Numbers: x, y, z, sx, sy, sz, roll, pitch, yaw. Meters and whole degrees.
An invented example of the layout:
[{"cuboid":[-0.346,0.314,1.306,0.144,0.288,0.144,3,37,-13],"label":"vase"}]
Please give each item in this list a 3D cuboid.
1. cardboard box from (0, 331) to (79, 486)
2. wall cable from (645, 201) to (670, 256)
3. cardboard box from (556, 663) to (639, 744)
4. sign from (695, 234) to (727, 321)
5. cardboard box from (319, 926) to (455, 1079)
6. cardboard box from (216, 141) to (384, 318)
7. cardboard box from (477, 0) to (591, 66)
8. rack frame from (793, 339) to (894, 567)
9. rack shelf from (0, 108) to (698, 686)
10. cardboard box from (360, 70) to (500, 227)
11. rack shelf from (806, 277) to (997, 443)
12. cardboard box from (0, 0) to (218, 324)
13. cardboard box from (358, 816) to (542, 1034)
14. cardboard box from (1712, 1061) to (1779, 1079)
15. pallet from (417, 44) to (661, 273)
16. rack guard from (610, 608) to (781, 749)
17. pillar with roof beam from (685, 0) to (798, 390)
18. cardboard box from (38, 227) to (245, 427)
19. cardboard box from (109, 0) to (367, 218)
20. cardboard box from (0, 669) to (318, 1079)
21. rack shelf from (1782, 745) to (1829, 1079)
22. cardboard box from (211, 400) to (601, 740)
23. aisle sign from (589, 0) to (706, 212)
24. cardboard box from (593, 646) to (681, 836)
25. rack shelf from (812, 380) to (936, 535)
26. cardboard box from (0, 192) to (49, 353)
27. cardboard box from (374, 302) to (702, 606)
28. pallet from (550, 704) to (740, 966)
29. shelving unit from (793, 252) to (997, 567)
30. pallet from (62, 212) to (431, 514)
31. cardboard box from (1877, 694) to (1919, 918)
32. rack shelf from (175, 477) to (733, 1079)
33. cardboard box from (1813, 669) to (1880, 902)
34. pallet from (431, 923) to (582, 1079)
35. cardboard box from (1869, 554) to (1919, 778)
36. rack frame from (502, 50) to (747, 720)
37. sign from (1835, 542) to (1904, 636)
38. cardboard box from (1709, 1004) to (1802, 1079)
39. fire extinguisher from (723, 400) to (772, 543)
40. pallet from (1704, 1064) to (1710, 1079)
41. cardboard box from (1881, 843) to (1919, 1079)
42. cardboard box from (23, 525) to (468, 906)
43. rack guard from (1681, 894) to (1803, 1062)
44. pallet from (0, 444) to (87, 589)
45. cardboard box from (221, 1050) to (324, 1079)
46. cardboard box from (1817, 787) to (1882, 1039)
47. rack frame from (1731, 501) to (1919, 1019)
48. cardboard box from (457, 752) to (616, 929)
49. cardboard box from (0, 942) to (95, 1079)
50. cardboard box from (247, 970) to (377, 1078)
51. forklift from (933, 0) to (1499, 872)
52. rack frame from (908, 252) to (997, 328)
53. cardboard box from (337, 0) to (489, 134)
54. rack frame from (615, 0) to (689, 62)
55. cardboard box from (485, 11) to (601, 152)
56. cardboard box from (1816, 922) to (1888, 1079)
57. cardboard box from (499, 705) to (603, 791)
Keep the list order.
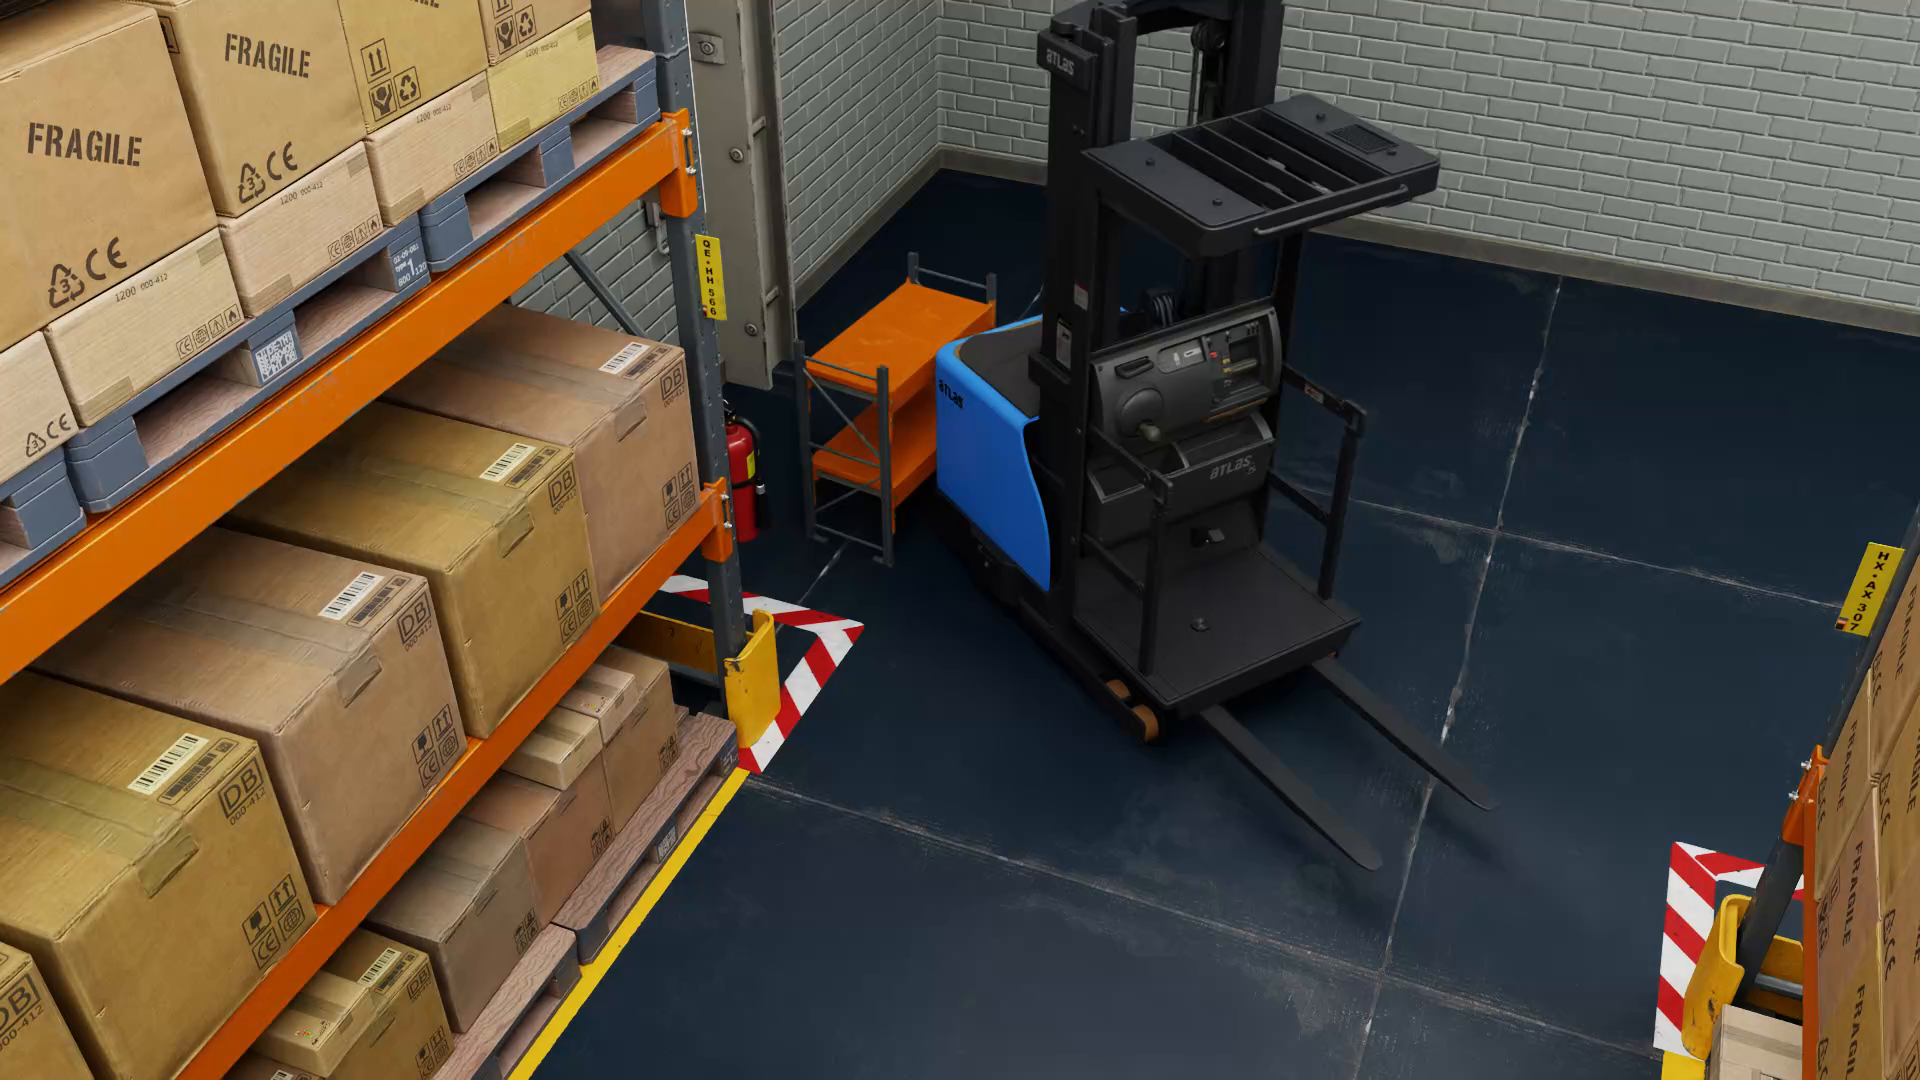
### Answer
[{"cuboid":[-2.195,-0.243,3.357,0.500,0.250,0.500,13,39,17],"label":"cardboard box"},{"cuboid":[-1.774,-1.838,7.457,0.084,1.984,1.851,14,39,18],"label":"wall cable"},{"cuboid":[-1.441,0.589,6.253,0.380,0.149,0.250,13,39,17],"label":"cardboard box"},{"cuboid":[-0.890,-0.934,5.931,0.100,0.325,0.005,14,39,18],"label":"sign"},{"cuboid":[-2.138,1.589,5.457,0.700,0.500,0.500,15,39,19],"label":"cardboard box"},{"cuboid":[-1.810,-0.813,4.119,0.500,0.250,0.500,13,39,16],"label":"cardboard box"},{"cuboid":[-1.413,-1.690,4.666,0.500,0.500,0.500,14,39,18],"label":"cardboard box"},{"cuboid":[-0.549,-0.401,7.949,0.500,1.125,0.032,19,41,24],"label":"rack frame"},{"cuboid":[-2.148,-0.313,4.360,1.077,0.370,4.000,14,39,18],"label":"rack shelf"},{"cuboid":[-1.617,-1.102,4.506,0.500,0.250,0.500,12,39,16],"label":"cardboard box"},{"cuboid":[-0.295,-0.900,8.127,0.538,0.278,1.000,19,41,24],"label":"rack shelf"},{"cuboid":[-2.005,-0.834,3.521,0.500,0.500,0.500,14,39,18],"label":"cardboard box"},{"cuboid":[-1.942,1.292,5.854,0.700,0.500,0.500,13,39,16],"label":"cardboard box"},{"cuboid":[2.623,1.870,5.343,0.380,0.166,0.250,14,39,18],"label":"cardboard box"},{"cuboid":[-1.659,-1.260,5.100,1.003,0.211,1.213,14,39,18],"label":"pallet"},{"cuboid":[-1.378,0.481,7.290,1.175,0.500,0.348,14,39,18],"label":"rack guard"},{"cuboid":[2.822,-3.621,5.680,9.100,9.000,0.400,14,39,18],"label":"pillar with roof beam"},{"cuboid":[-2.007,-0.529,3.739,0.500,0.250,0.500,13,39,17],"label":"cardboard box"},{"cuboid":[-1.804,-1.124,3.909,0.500,0.500,0.500,12,38,16],"label":"cardboard box"},{"cuboid":[-2.404,0.888,4.407,0.980,0.700,0.700,13,39,17],"label":"cardboard box"},{"cuboid":[2.435,2.015,3.751,1.077,0.370,4.000,14,39,18],"label":"rack shelf"},{"cuboid":[-1.838,0.063,5.511,0.980,0.700,0.700,14,39,17],"label":"cardboard box"},{"cuboid":[-1.082,-1.520,5.708,0.394,0.787,0.004,14,39,18],"label":"aisle sign"},{"cuboid":[-1.561,0.736,6.598,0.700,0.500,0.500,14,39,18],"label":"cardboard box"},{"cuboid":[-0.295,-0.469,8.448,0.538,0.278,1.000,19,41,24],"label":"rack shelf"},{"cuboid":[-2.188,-0.559,3.153,0.500,0.500,0.500,13,39,17],"label":"cardboard box"},{"cuboid":[-1.572,-0.342,6.054,0.980,0.700,0.700,16,40,20],"label":"cardboard box"},{"cuboid":[-1.619,1.071,6.743,1.003,0.211,1.213,14,39,18],"label":"pallet"},{"cuboid":[-0.295,-0.665,8.302,0.538,1.125,1.048,19,41,24],"label":"shelving unit"},{"cuboid":[-2.122,-0.582,4.193,1.003,0.211,1.213,14,39,18],"label":"pallet"},{"cuboid":[2.591,0.656,4.050,0.500,0.500,0.500,14,39,18],"label":"cardboard box"},{"cuboid":[-2.148,0.889,5.258,1.077,0.370,4.000,14,39,18],"label":"rack shelf"},{"cuboid":[2.783,0.765,4.739,0.500,0.500,0.500,15,39,19],"label":"cardboard box"},{"cuboid":[-2.084,1.744,5.842,1.003,0.211,1.213,14,39,18],"label":"pallet"},{"cuboid":[2.783,0.365,4.440,0.500,0.500,0.500,15,39,19],"label":"cardboard box"},{"cuboid":[-1.387,-0.507,6.524,1.000,3.000,0.127,14,39,18],"label":"rack frame"},{"cuboid":[2.694,0.149,4.923,0.100,0.325,0.005,14,39,18],"label":"sign"},{"cuboid":[2.719,1.739,5.534,0.380,0.149,0.250,14,39,18],"label":"cardboard box"},{"cuboid":[-0.903,-0.305,6.630,0.296,0.674,0.183,14,39,18],"label":"fire extinguisher"},{"cuboid":[2.864,2.220,5.205,1.003,0.211,1.213,14,39,18],"label":"pallet"},{"cuboid":[2.396,0.932,3.681,0.500,0.500,0.500,14,39,18],"label":"cardboard box"},{"cuboid":[-2.137,0.483,4.949,0.980,0.700,0.700,12,38,16],"label":"cardboard box"},{"cuboid":[3.167,1.663,5.709,1.175,0.500,0.348,14,39,18],"label":"rack guard"},{"cuboid":[-2.588,0.091,3.293,1.003,0.211,1.213,14,39,18],"label":"pallet"},{"cuboid":[-2.335,1.873,5.078,0.700,0.500,0.500,13,39,17],"label":"cardboard box"},{"cuboid":[2.592,1.052,4.355,0.500,0.500,0.500,13,39,17],"label":"cardboard box"},{"cuboid":[3.196,0.619,5.017,1.000,3.000,0.127,14,39,18],"label":"rack frame"},{"cuboid":[-1.751,1.014,6.227,0.700,0.500,0.500,14,39,18],"label":"cardboard box"},{"cuboid":[-2.687,1.291,3.868,0.980,0.700,0.700,14,39,18],"label":"cardboard box"},{"cuboid":[-2.032,1.453,5.097,0.380,0.149,0.250,13,39,16],"label":"cardboard box"},{"cuboid":[1.062,-0.617,6.729,1.130,2.935,3.031,-20,41,-25],"label":"forklift"},{"cuboid":[-0.042,-0.929,8.655,0.500,1.125,0.032,19,41,24],"label":"rack frame"},{"cuboid":[-1.613,-1.415,4.298,0.500,0.500,0.500,15,39,19],"label":"cardboard box"},{"cuboid":[-1.387,-2.910,4.728,1.000,3.000,0.127,14,39,18],"label":"rack frame"},{"cuboid":[-1.420,-1.391,4.892,0.500,0.250,0.500,15,39,19],"label":"cardboard box"},{"cuboid":[2.398,1.329,3.984,0.500,0.500,0.500,14,39,18],"label":"cardboard box"},{"cuboid":[-1.538,0.731,6.063,0.380,0.149,0.250,15,39,19],"label":"cardboard box"}]
